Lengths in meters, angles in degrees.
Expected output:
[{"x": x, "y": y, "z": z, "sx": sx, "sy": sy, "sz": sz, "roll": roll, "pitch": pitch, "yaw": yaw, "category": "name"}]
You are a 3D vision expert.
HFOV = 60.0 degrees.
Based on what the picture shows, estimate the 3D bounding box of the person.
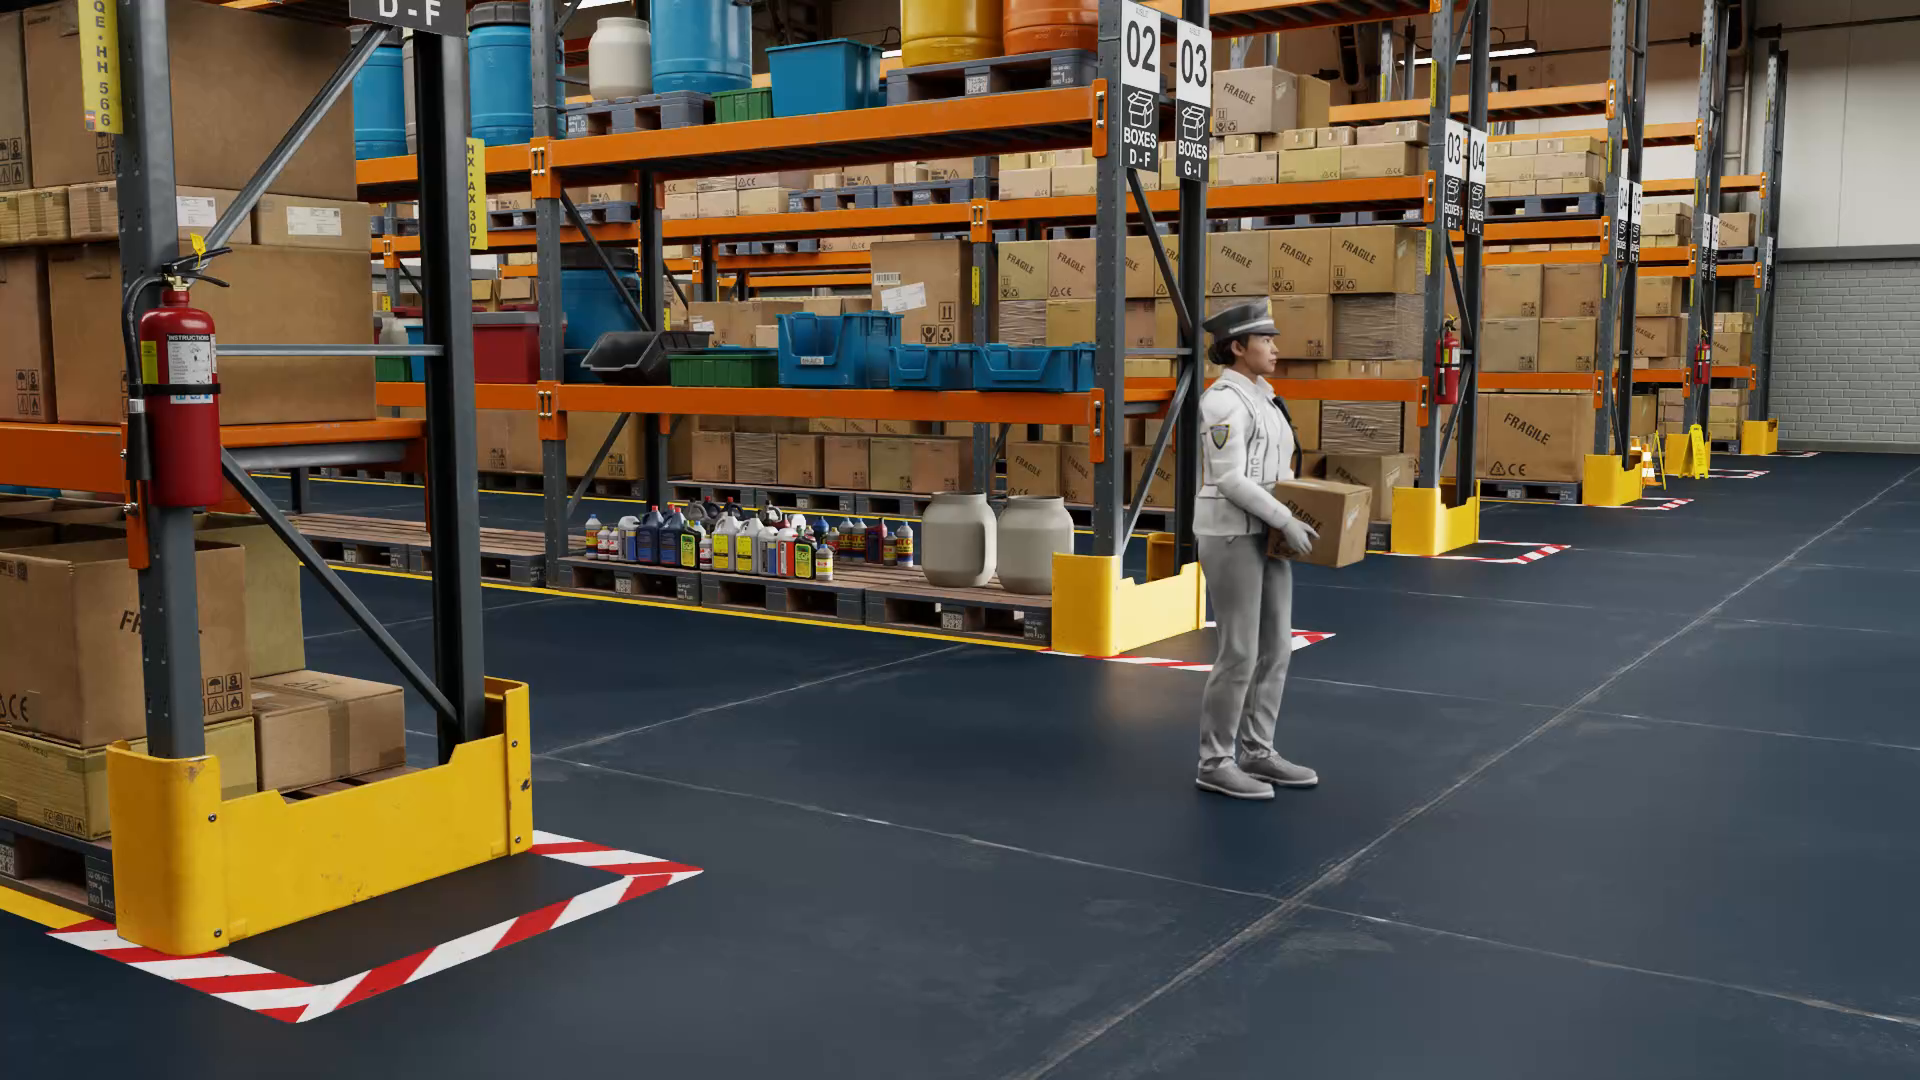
[{"x": 1.052, "y": 0.018, "z": 5.702, "sx": 0.489, "sy": 1.692, "sz": 0.489, "roll": 4, "pitch": 8, "yaw": 33, "category": "person"}]
